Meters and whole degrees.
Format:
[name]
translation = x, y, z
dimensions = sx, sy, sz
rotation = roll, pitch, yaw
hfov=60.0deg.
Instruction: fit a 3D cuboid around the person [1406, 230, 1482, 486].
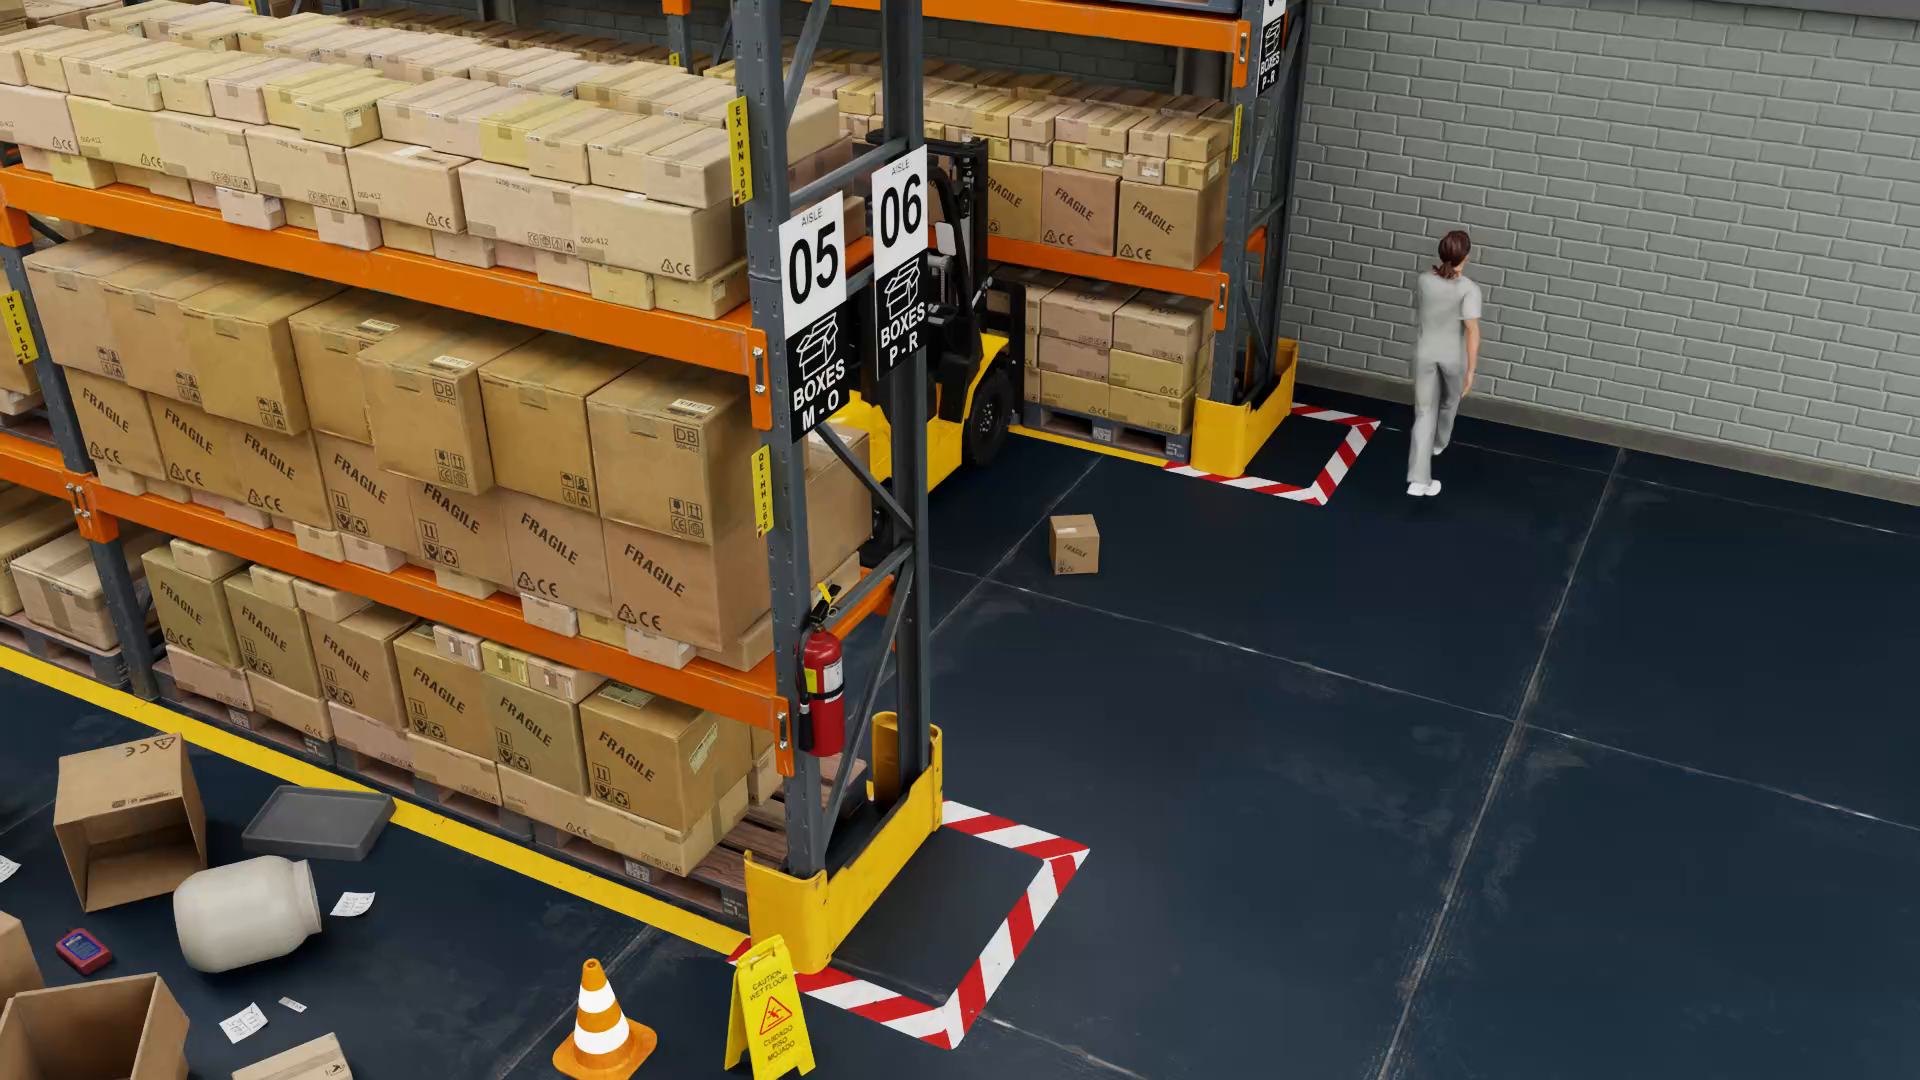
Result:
[person]
translation = 2.960, -1.130, 10.196
dimensions = 0.468, 1.553, 0.924
rotation = 14, 33, 23
